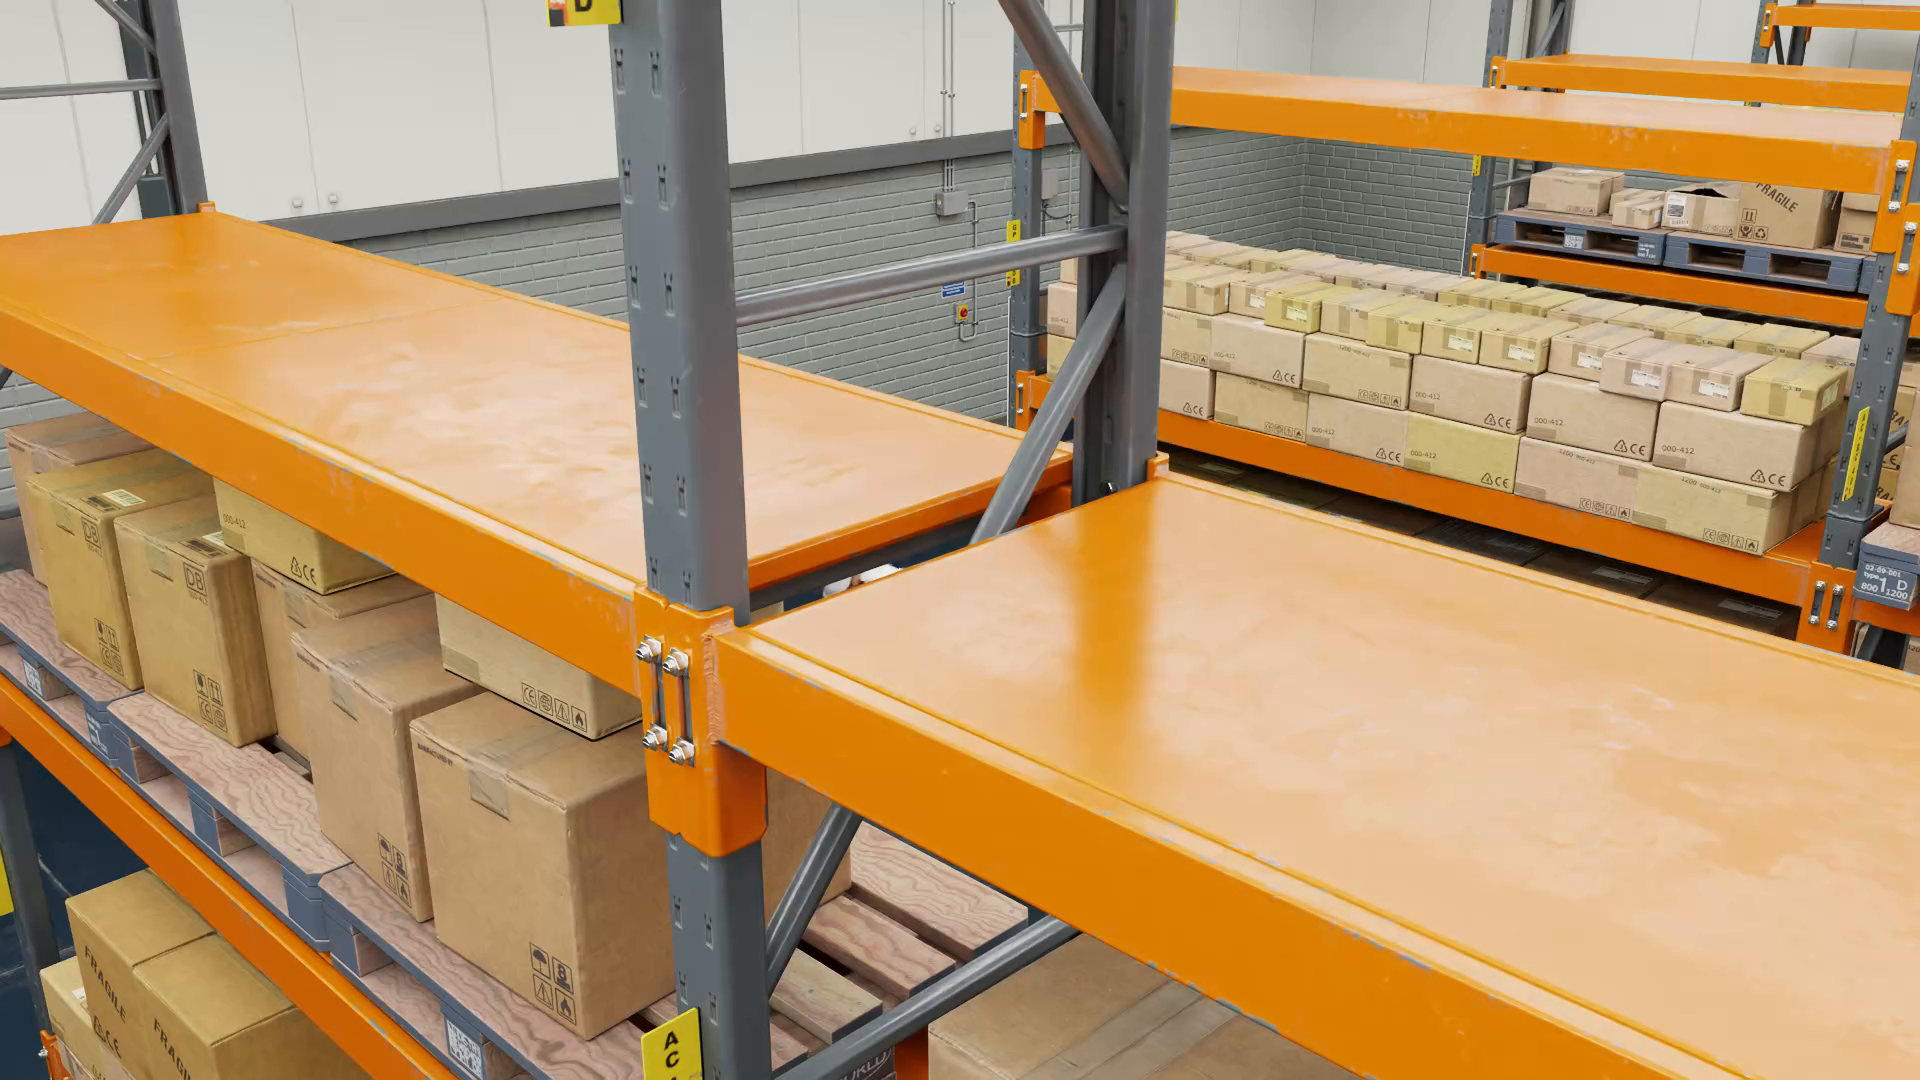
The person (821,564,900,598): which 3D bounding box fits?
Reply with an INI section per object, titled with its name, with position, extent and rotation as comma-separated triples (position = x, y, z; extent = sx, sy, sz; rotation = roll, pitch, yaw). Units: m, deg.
[person]
position = -0.640, 0.506, 11.835
extent = 0.569, 0.884, 0.913
rotation = 19, 27, 41
